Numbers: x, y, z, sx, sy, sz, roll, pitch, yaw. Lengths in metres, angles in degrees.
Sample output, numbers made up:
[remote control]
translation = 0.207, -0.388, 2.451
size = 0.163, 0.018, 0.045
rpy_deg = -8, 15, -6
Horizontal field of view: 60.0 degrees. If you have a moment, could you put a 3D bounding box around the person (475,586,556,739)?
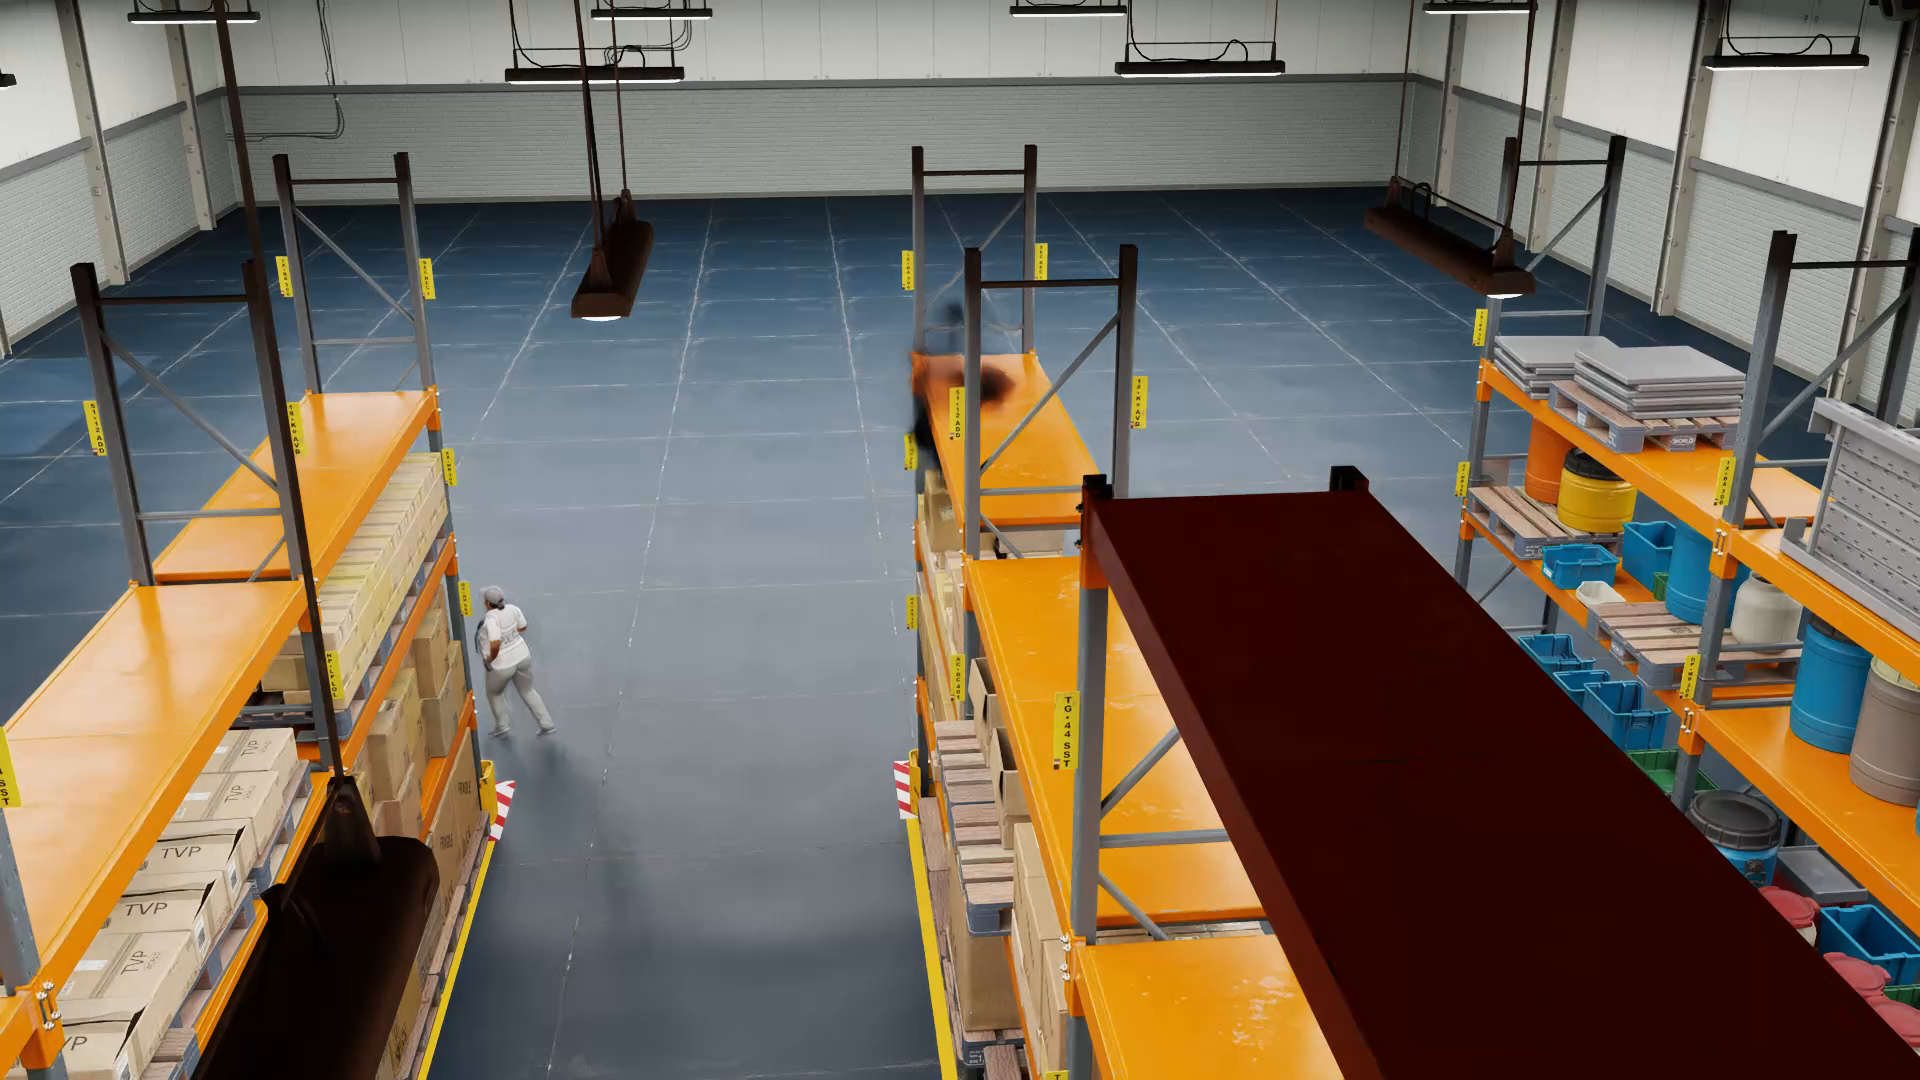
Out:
[person]
translation = -4.410, 1.245, 16.247
size = 0.830, 1.716, 0.591
rpy_deg = 15, 26, 33
